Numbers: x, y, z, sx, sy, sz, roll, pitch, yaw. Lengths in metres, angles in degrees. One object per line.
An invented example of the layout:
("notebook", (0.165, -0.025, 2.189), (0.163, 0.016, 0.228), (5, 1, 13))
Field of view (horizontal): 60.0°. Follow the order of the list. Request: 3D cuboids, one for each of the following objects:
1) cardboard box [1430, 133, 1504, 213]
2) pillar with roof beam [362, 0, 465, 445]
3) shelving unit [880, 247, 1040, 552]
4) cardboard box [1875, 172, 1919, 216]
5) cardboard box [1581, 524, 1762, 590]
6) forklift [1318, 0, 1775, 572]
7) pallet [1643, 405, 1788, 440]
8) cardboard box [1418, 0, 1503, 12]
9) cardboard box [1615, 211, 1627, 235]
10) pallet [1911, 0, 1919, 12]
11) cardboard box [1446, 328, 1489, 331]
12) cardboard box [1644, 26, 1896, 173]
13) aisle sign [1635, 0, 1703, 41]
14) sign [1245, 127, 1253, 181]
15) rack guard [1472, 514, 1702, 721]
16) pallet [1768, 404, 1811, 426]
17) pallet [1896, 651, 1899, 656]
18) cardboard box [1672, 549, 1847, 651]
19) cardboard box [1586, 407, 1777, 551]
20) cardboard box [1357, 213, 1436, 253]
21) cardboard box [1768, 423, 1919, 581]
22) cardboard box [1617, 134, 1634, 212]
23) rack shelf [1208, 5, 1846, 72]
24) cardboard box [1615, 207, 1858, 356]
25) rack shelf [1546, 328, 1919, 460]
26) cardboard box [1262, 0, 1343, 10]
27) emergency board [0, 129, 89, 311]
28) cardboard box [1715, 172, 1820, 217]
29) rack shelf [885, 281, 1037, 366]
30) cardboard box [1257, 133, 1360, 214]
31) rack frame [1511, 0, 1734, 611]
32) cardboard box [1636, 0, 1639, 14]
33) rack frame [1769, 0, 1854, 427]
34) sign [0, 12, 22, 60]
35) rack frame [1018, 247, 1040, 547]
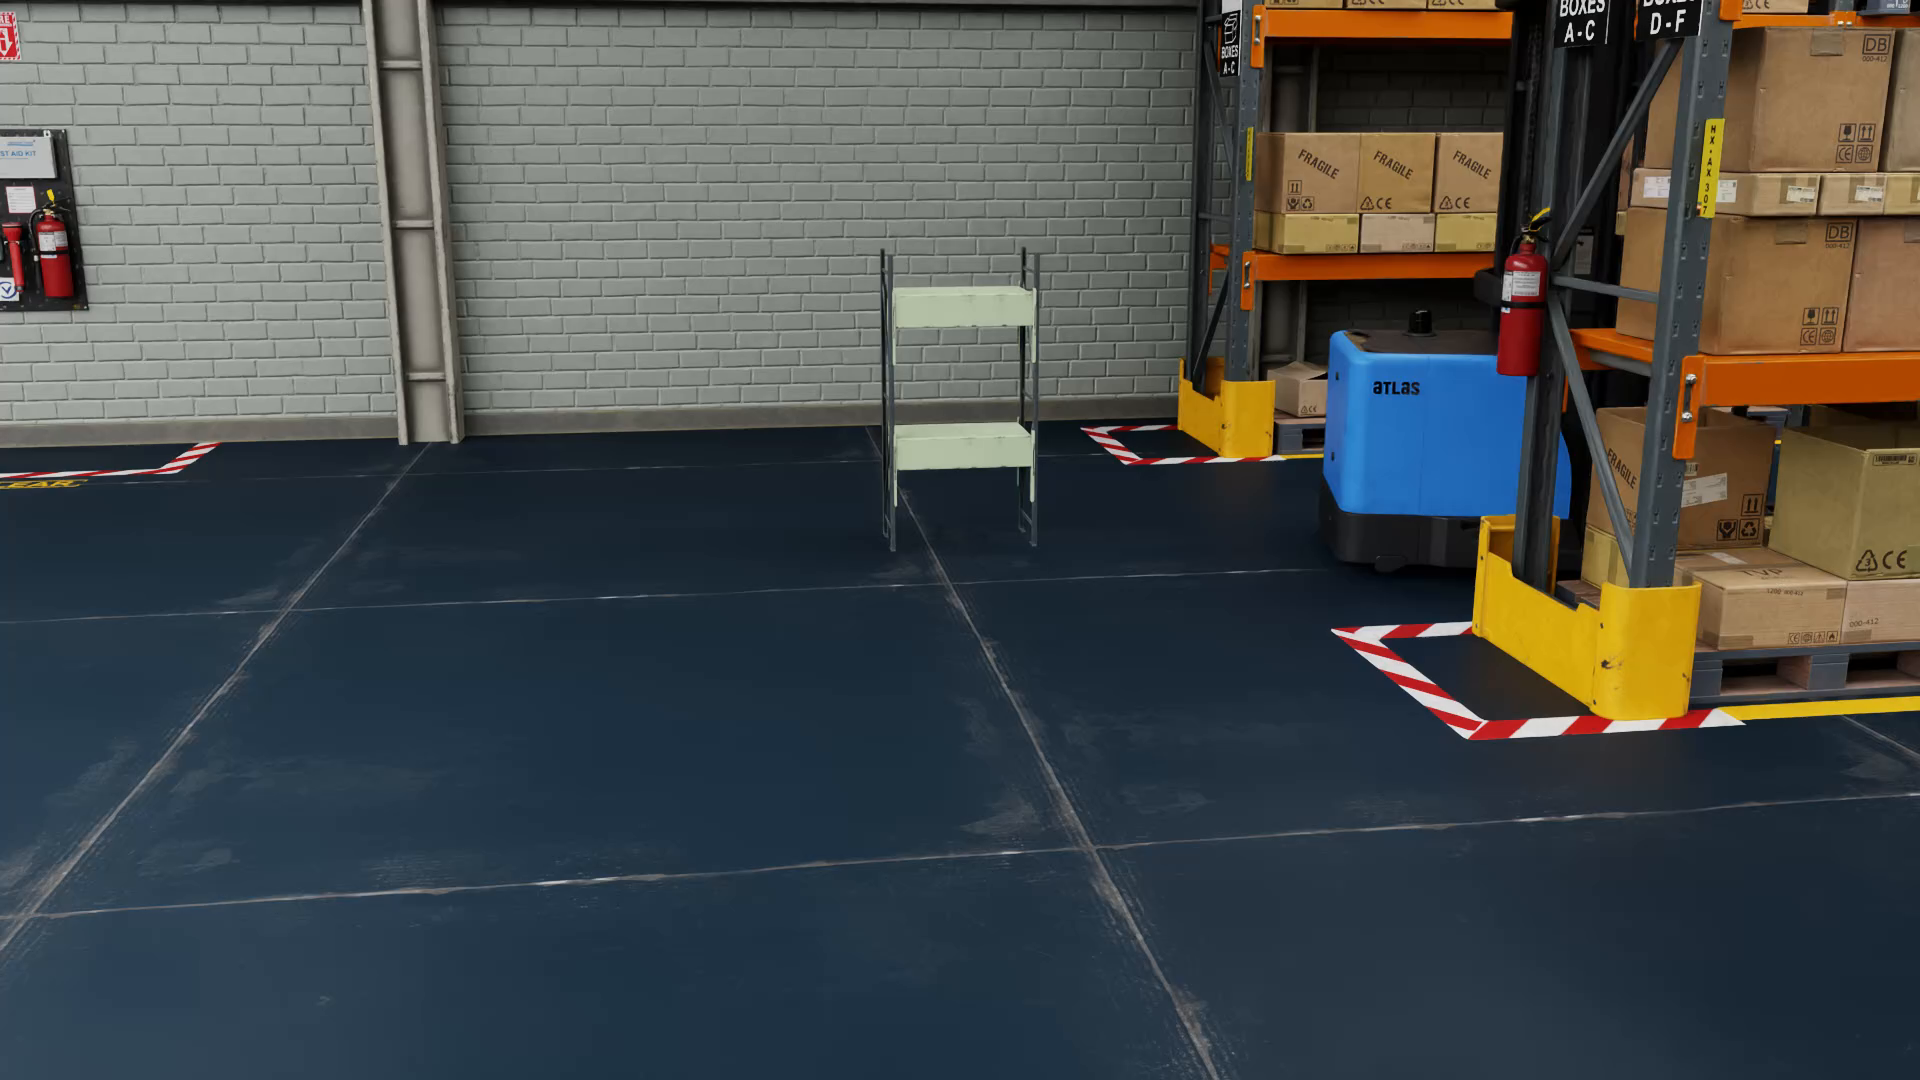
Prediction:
("cardboard box", (3.250, -2.408, 10.884), (0.500, 0.500, 0.500), (-3, 14, -10))
("pillar with roof beam", (-2.998, -4.020, 6.254), (0.400, 9.000, 9.100), (-2, 14, -8))
("shelving unit", (-0.007, -0.727, 8.538), (0.755, 1.500, 0.431), (-2, 14, -8))
("cardboard box", (3.400, -1.283, 6.132), (0.250, 0.149, 0.380), (-2, 14, -8))
("cardboard box", (2.959, 0.101, 6.942), (0.500, 0.250, 0.500), (-2, 14, -8))
("forklift", (3.376, -1.329, 7.997), (3.031, 2.935, 1.130), (2, 14, 6))
("pallet", (5.027, -0.890, 11.835), (1.213, 0.211, 1.003), (-2, 14, -8))
("cardboard box", (3.148, -3.626, 10.600), (0.500, 0.500, 0.500), (-1, 14, -6))
("cardboard box", (4.274, -2.084, 11.132), (0.500, 0.250, 0.500), (-2, 14, -9))
("pallet", (7.337, -3.674, 11.424), (1.003, 0.211, 1.213), (-2, 14, -8))
("cardboard box", (3.725, -1.170, 11.453), (0.500, 0.500, 0.700), (-3, 14, -12))
("cardboard box", (2.988, -1.632, 6.191), (0.500, 0.500, 0.700), (-2, 14, -8))
("aisle sign", (2.453, -2.123, 5.678), (0.004, 0.787, 0.394), (-2, 14, -8))
("sign", (1.812, -2.419, 10.423), (0.005, 0.325, 0.100), (-2, 14, -8))
("rack guard", (2.449, 0.275, 6.598), (0.348, 0.500, 1.175), (-2, 14, -8))
("pallet", (6.456, -0.951, 12.080), (1.213, 0.211, 1.003), (-2, 14, -8))
("pallet", (4.426, 0.333, 6.961), (1.213, 0.211, 1.003), (-2, 14, -8))
("cardboard box", (3.036, 0.226, 6.445), (0.500, 0.250, 0.500), (-2, 14, -8))
("cardboard box", (2.958, -0.263, 6.853), (0.500, 0.500, 0.500), (-2, 14, -8))
("cardboard box", (2.772, -2.030, 10.919), (0.500, 0.250, 0.500), (-3, 14, -10))
("cardboard box", (3.530, -0.157, 6.428), (0.500, 0.500, 0.500), (-2, 14, -8))
("cardboard box", (4.272, -2.449, 11.046), (0.500, 0.500, 0.500), (-3, 14, -10))
("rack shelf", (3.708, -3.308, 11.060), (4.000, 0.370, 1.077), (-2, 14, -8))
("cardboard box", (2.936, -1.001, 6.341), (0.500, 0.500, 0.700), (-2, 14, -8))
("rack shelf", (4.450, -0.662, 6.674), (4.000, 0.370, 1.077), (-2, 14, -8))
("cardboard box", (2.099, -3.595, 10.478), (0.500, 0.500, 0.500), (-2, 14, -7))
("emergency board", (-6.088, -2.066, 10.792), (0.643, 1.169, 0.194), (-2, 14, -8))
("cardboard box", (2.892, -1.264, 6.057), (0.250, 0.149, 0.380), (-2, 14, -9))
("rack shelf", (-0.007, -1.106, 8.443), (0.720, 0.370, 0.431), (-2, 14, -8))
("cardboard box", (2.248, -2.376, 10.754), (0.500, 0.500, 0.500), (-2, 14, -8))
("rack frame", (2.472, -0.939, 6.298), (0.127, 3.000, 1.000), (-2, 14, -8))
("cardboard box", (4.179, -3.666, 10.760), (0.500, 0.500, 0.500), (-3, 14, -11))
("rack frame", (5.686, -2.275, 11.627), (0.127, 3.000, 1.000), (-2, 14, -8))
("sign", (-6.111, -3.214, 10.604), (0.199, 0.298, 0.001), (-2, 14, -8))
("rack frame", (0.355, -0.740, 8.591), (0.023, 1.500, 0.400), (-2, 14, -8))
